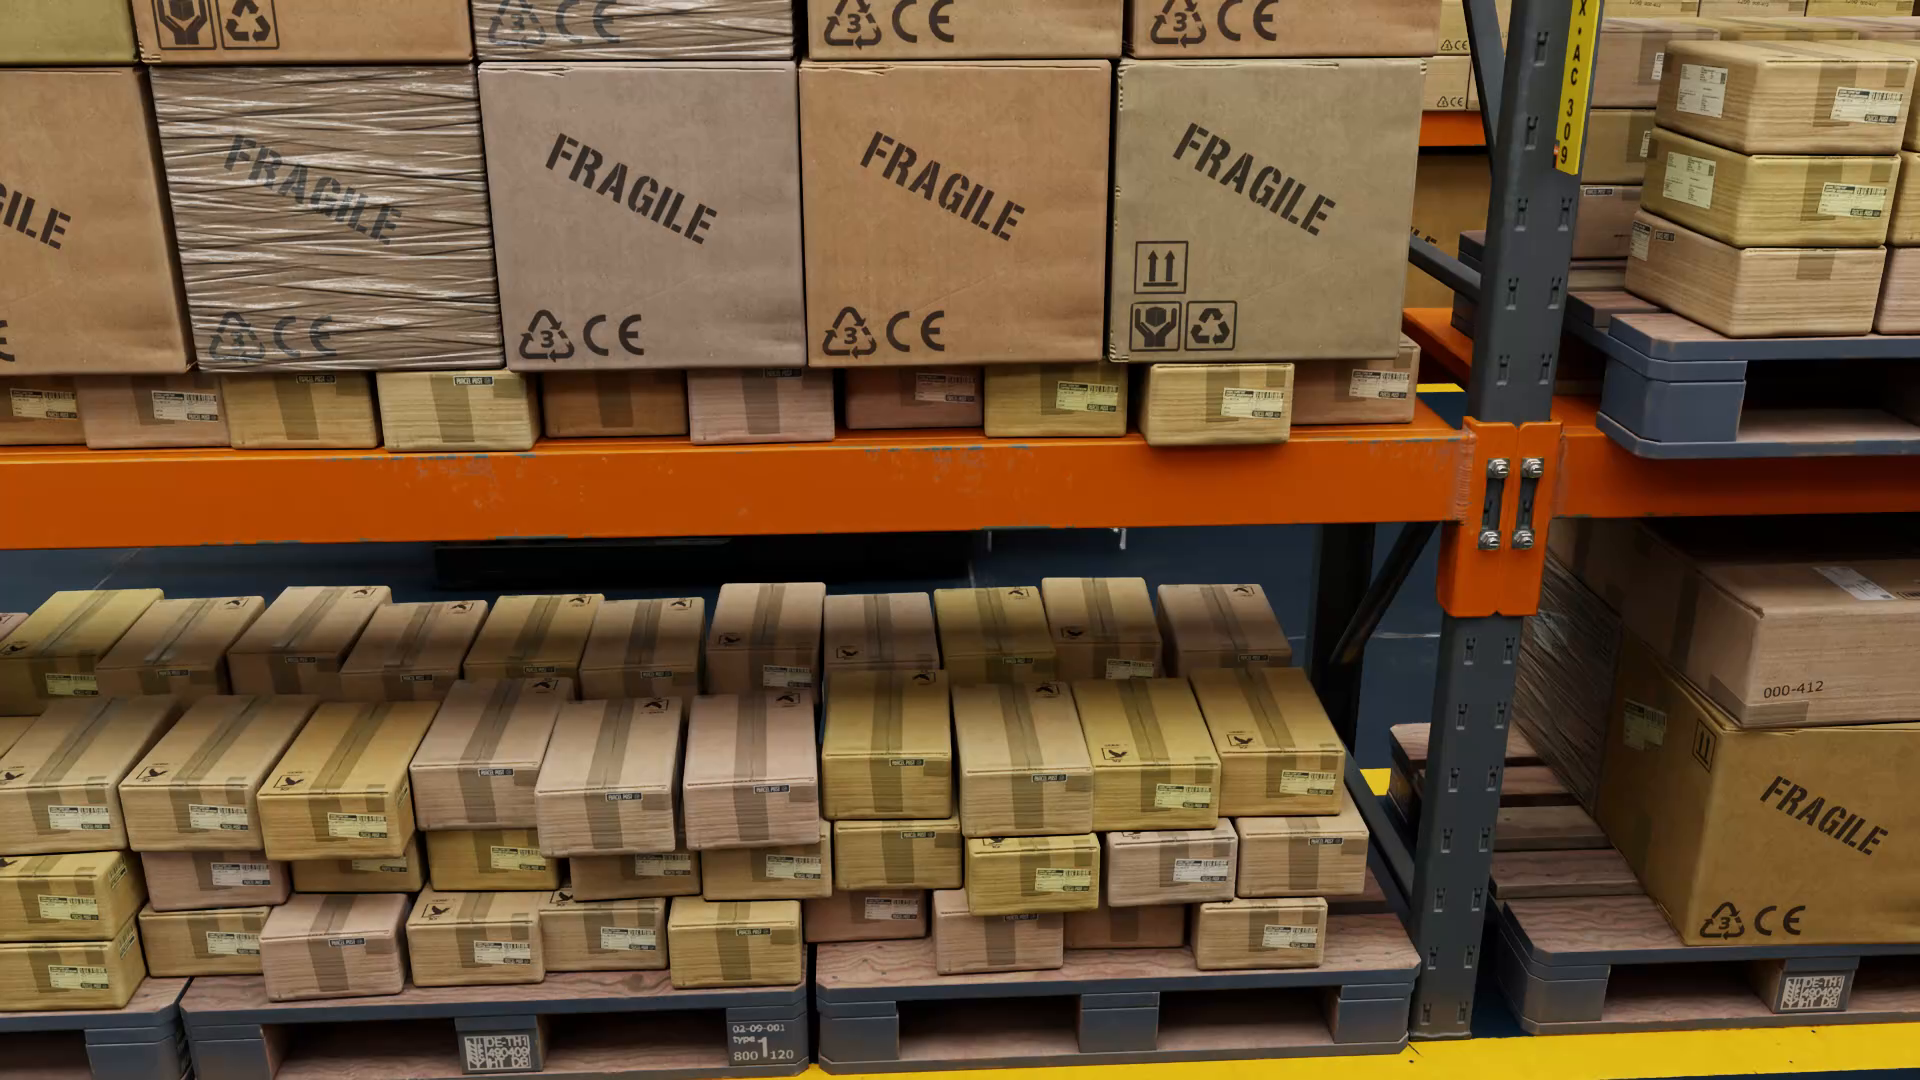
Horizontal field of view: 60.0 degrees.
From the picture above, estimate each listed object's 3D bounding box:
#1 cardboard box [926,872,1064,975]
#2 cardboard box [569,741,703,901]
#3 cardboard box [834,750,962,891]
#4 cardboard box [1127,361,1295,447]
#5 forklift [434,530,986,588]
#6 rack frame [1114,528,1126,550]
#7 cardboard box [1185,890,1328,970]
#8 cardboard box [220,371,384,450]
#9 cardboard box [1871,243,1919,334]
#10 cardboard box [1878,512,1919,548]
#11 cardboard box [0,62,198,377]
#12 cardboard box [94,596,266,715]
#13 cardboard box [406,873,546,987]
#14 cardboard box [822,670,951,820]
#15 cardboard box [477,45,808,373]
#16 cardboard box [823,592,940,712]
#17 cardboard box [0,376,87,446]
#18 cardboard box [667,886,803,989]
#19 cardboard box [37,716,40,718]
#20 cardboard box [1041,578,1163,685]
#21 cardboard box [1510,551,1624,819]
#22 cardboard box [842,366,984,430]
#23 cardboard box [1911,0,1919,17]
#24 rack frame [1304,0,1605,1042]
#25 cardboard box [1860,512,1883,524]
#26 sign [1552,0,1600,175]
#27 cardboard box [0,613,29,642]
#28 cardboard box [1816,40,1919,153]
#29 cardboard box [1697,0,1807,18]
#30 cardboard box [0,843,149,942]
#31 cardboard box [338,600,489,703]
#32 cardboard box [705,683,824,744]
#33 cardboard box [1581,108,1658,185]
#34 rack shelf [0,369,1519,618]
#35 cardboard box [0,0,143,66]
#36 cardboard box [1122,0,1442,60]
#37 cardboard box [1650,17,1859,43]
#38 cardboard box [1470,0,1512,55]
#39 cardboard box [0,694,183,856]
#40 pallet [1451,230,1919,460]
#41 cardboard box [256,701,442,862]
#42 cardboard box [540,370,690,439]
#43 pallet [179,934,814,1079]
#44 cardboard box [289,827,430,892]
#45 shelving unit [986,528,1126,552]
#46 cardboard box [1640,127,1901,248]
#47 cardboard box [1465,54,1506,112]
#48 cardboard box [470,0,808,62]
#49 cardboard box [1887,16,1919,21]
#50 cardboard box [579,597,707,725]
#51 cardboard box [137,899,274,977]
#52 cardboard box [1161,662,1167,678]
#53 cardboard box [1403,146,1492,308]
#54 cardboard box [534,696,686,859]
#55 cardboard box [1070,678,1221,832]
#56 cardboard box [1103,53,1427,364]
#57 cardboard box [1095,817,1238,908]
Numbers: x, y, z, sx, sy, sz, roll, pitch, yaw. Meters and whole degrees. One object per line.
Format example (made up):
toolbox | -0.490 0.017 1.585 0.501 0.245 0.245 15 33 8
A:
cardboard box | 0.062 0.719 3.433 0.250 0.149 0.380 -2 21 -5
cardboard box | -0.652 0.569 3.410 0.250 0.149 0.380 -2 21 -6
cardboard box | -0.129 0.558 3.437 0.250 0.149 0.380 -1 21 -3
cardboard box | 0.436 -0.300 3.045 0.250 0.149 0.380 -2 21 -4
forklift | -1.440 -1.398 5.673 3.031 2.935 1.130 -1 21 -2
rack frame | 0.588 -0.567 5.923 0.015 1.200 0.240 -1 21 -2
cardboard box | 0.587 0.715 3.443 0.250 0.149 0.380 -1 21 -2
cardboard box | -1.138 -0.291 3.023 0.250 0.149 0.380 0 21 -1
cardboard box | 1.655 -0.481 2.932 0.250 0.149 0.380 -1 21 -2
cardboard box | 2.243 0.139 3.410 0.500 0.250 0.500 -1 21 -2
cardboard box | -1.548 -0.591 2.898 0.500 0.500 0.500 -1 21 -2
cardboard box | -1.753 0.271 3.774 0.250 0.149 0.380 -2 21 -5
cardboard box | -0.950 0.734 3.393 0.250 0.149 0.380 -1 21 -3
cardboard box | -0.146 0.412 3.403 0.250 0.149 0.380 0 21 -1
cardboard box | -0.523 -0.606 2.937 0.500 0.500 0.500 -1 21 -3
cardboard box | -0.184 0.262 3.797 0.250 0.149 0.380 -2 21 -4
cardboard box | -1.646 -0.298 3.042 0.250 0.149 0.380 -1 21 -4
cardboard box | -0.447 0.736 3.388 0.250 0.149 0.380 -1 21 -3
cardboard box | -2.005 0.405 3.840 0.250 0.149 0.380 -2 21 -5
cardboard box | 0.325 0.226 3.892 0.250 0.149 0.380 0 21 0
cardboard box | 1.683 0.318 3.994 0.500 0.500 0.500 -2 21 -4
cardboard box | -0.096 -0.334 3.137 0.250 0.149 0.380 -2 21 -5
cardboard box | 5.007 -2.877 8.314 0.500 0.500 0.500 -2 21 -5
rack frame | 0.959 -0.550 3.349 0.127 3.000 1.000 -1 21 -3
cardboard box | 2.202 -0.039 3.877 0.500 0.250 0.500 0 21 0
sign | 0.997 -0.762 2.690 0.005 0.325 0.100 -1 21 -3
cardboard box | -2.267 0.304 3.687 0.250 0.149 0.380 -1 21 -2
cardboard box | 1.656 -0.759 2.826 0.250 0.149 0.380 -1 21 -2
cardboard box | 3.588 -2.439 7.820 0.500 0.250 0.500 -2 21 -4
cardboard box | -1.719 0.620 3.274 0.250 0.149 0.380 -1 21 -1
cardboard box | -1.219 0.280 3.751 0.250 0.149 0.380 -2 21 -5
cardboard box | -0.456 0.397 3.860 0.250 0.149 0.380 0 21 -1
cardboard box | 1.345 -0.846 3.472 0.250 0.149 0.380 -1 21 -1
rack shelf | -1.038 -0.173 3.371 4.000 0.370 1.077 -1 21 -3
cardboard box | -1.547 -1.052 2.704 0.500 0.500 0.500 -2 21 -4
cardboard box | 0.505 -1.097 2.823 0.500 0.500 0.500 -2 21 -5
cardboard box | 1.617 -0.990 3.432 0.250 0.149 0.380 -2 21 -5
cardboard box | 2.560 -2.411 7.746 0.500 0.250 0.500 -2 21 -5
cardboard box | -1.722 0.457 3.285 0.250 0.149 0.380 -2 21 -6
pallet | 1.730 -0.424 3.289 1.213 0.211 1.003 -1 21 -3
cardboard box | -1.179 0.466 3.262 0.250 0.149 0.380 -1 21 -2
cardboard box | -0.620 -0.317 3.090 0.250 0.149 0.380 -1 21 -4
pallet | -0.931 0.805 3.709 1.213 0.211 1.003 -1 21 -3
cardboard box | -1.191 0.561 3.430 0.250 0.149 0.380 0 21 0
shelving unit | 0.344 -0.563 5.915 0.503 1.200 0.258 -1 21 -2
cardboard box | 1.378 -0.612 2.858 0.250 0.149 0.380 -1 21 -2
cardboard box | 2.558 -2.174 7.826 0.500 0.250 0.500 -1 21 -4
cardboard box | -0.523 -1.080 2.777 0.500 0.500 0.500 -1 21 -2
cardboard box | 2.137 -1.000 3.458 0.250 0.149 0.380 -1 21 -3
cardboard box | -0.710 0.273 3.768 0.250 0.149 0.380 -2 21 -5
cardboard box | -1.479 0.723 3.422 0.250 0.149 0.380 -1 21 -3
cardboard box | 0.578 0.341 4.008 0.250 0.149 0.380 0 21 -1
cardboard box | 2.091 -1.572 8.429 0.875 0.875 0.875 -1 21 -1
cardboard box | -0.680 0.460 3.276 0.250 0.149 0.380 -2 21 -5
cardboard box | 0.366 0.427 3.364 0.250 0.149 0.380 -1 21 -2
cardboard box | 0.492 -0.625 2.989 0.500 0.500 0.500 -1 21 -3
cardboard box | 0.393 0.576 3.390 0.250 0.149 0.380 -2 21 -6
